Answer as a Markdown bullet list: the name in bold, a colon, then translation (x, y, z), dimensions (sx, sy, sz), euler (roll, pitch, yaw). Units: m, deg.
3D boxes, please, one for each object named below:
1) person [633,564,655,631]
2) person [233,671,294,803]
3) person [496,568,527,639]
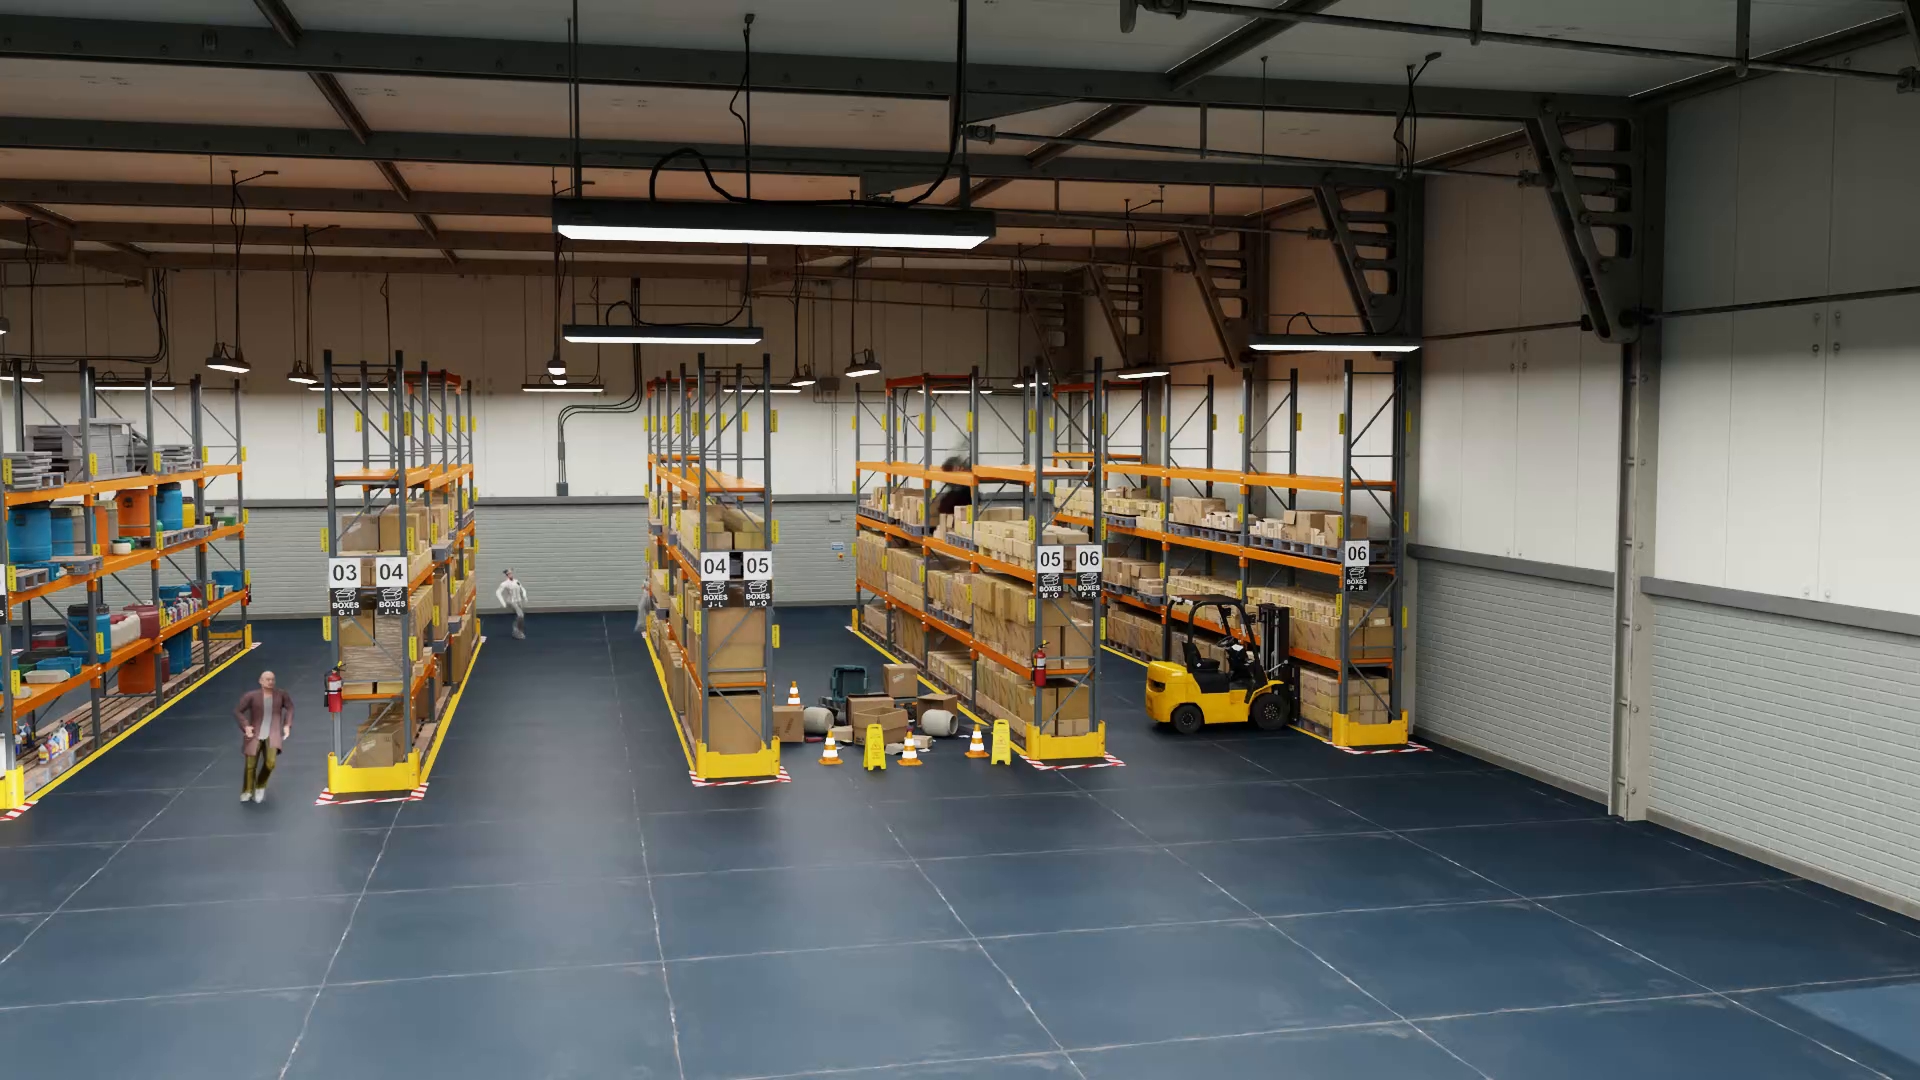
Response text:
- **person**: translation (-7.427, 1.396, 40.205), dimensions (0.852, 1.702, 0.646), euler (-2, 5, -29)
- **person**: translation (-9.211, 2.605, 22.045), dimensions (0.775, 1.730, 0.643), euler (-2, 4, -27)
- **person**: translation (-10.389, 1.493, 38.813), dimensions (0.592, 1.688, 0.660), euler (3, 5, 33)
